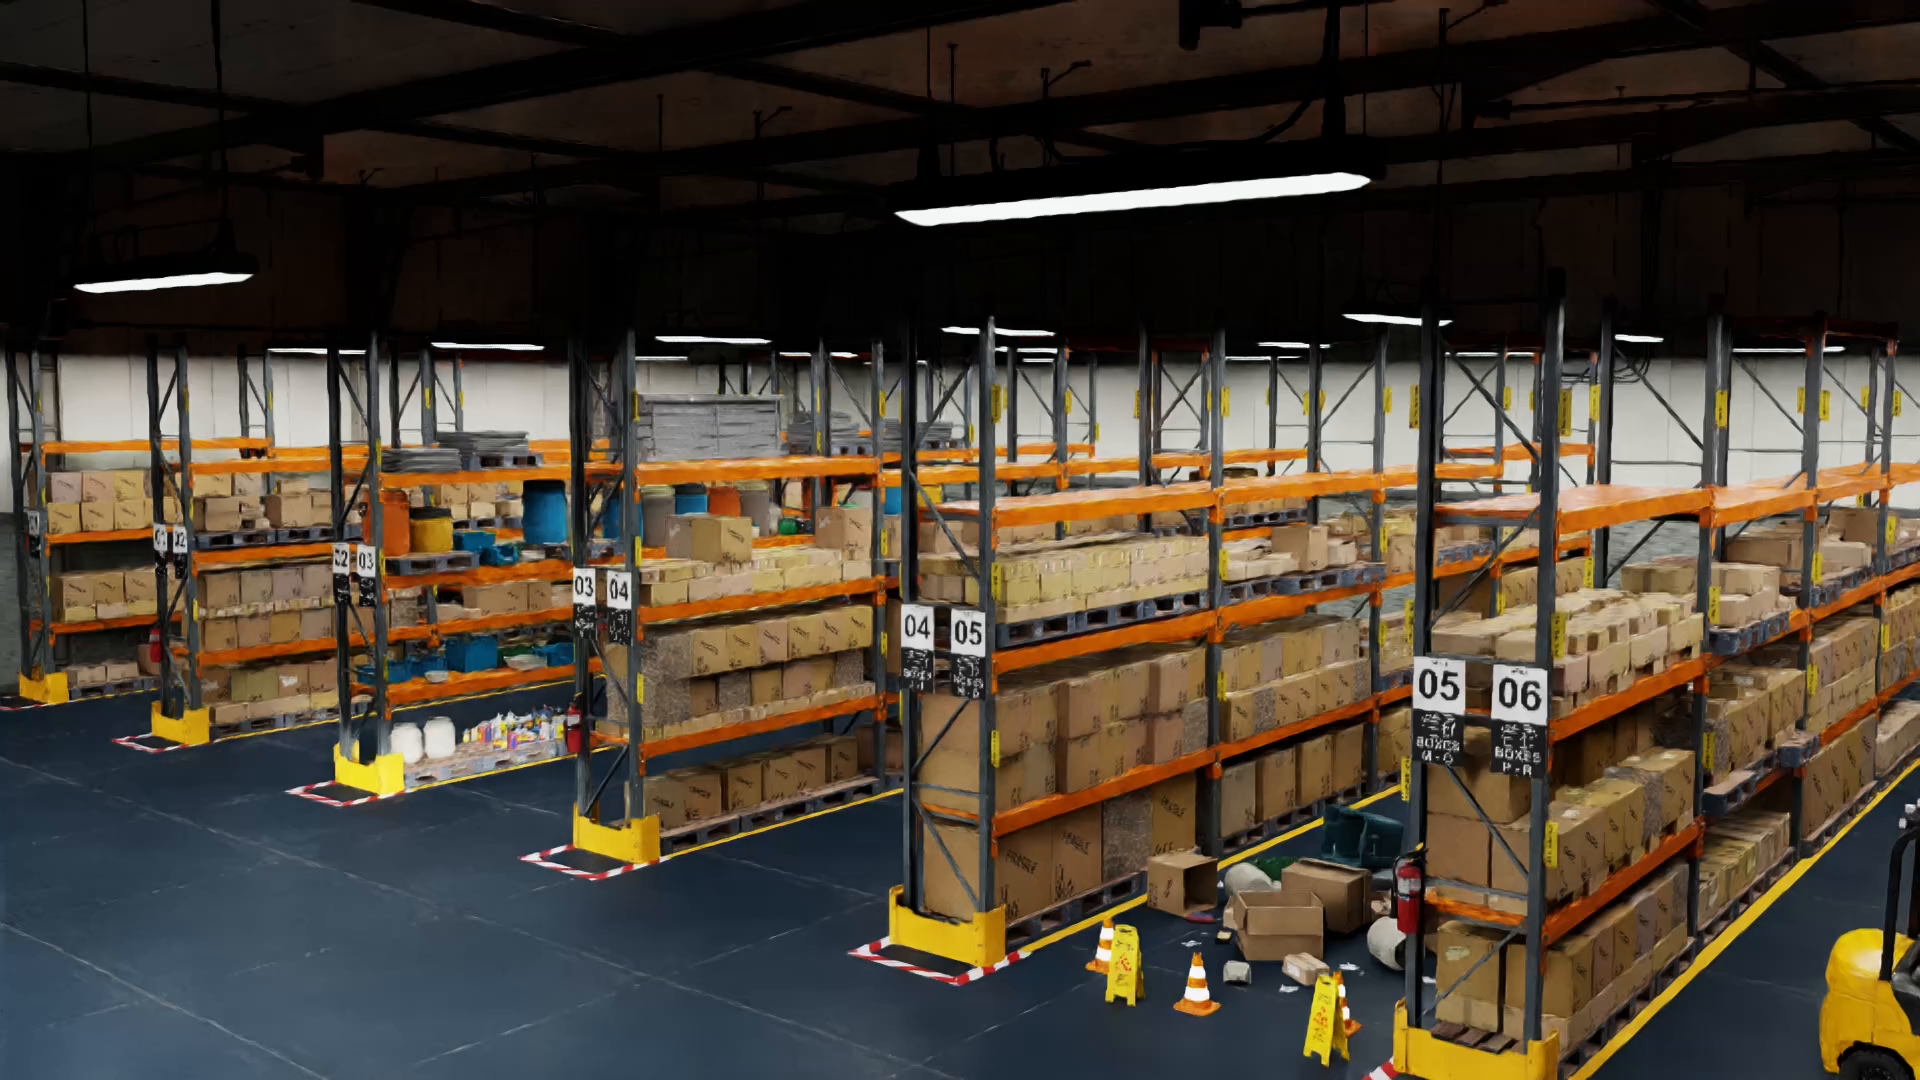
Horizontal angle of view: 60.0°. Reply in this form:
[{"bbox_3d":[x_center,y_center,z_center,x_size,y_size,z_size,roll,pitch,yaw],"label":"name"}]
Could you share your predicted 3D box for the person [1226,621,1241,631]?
[{"bbox_3d":[4.169,2.055,25.218,0.443,1.661,0.545,1,5,16],"label":"person"}]
